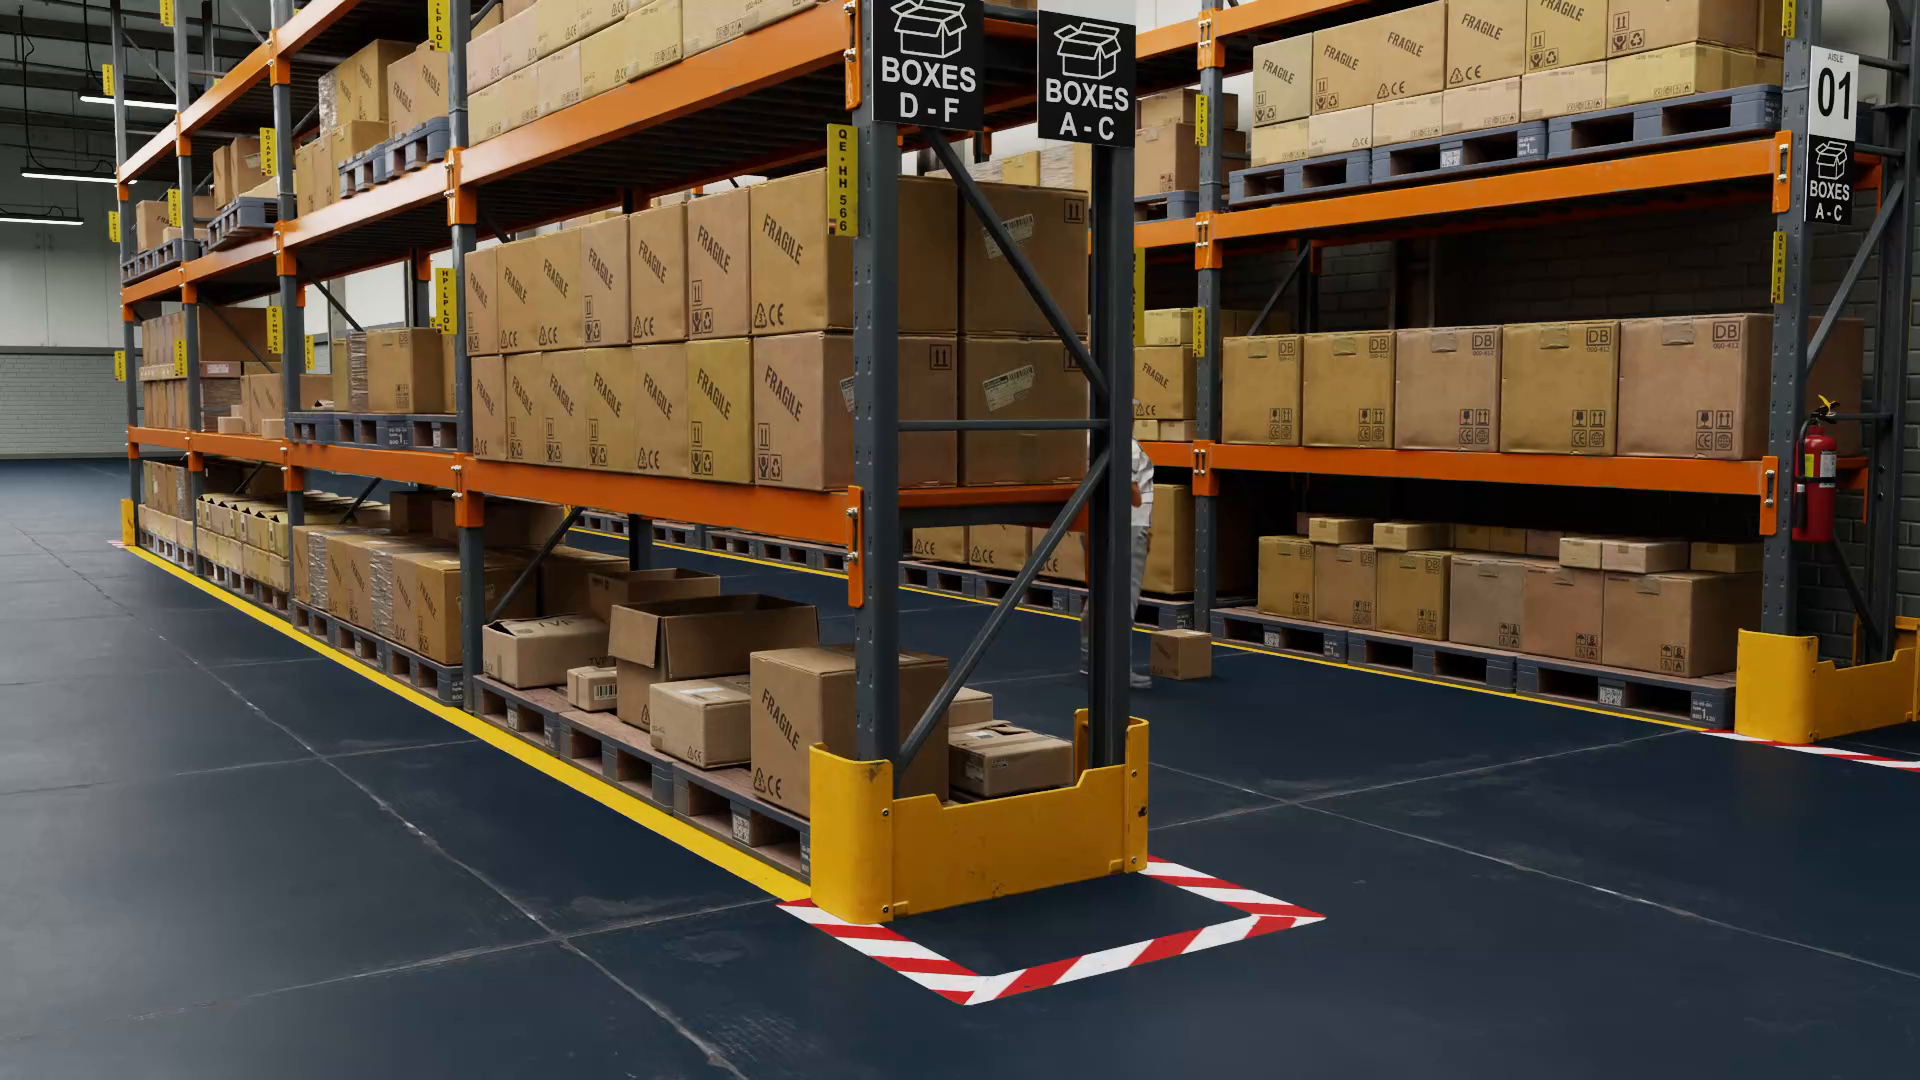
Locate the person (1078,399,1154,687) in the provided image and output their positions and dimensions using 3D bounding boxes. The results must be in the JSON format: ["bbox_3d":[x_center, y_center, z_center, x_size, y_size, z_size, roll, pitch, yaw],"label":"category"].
[{"bbox_3d":[0.869,-0.033,9.314,0.397,1.672,0.482,-3,5,-28],"label":"person"}]
